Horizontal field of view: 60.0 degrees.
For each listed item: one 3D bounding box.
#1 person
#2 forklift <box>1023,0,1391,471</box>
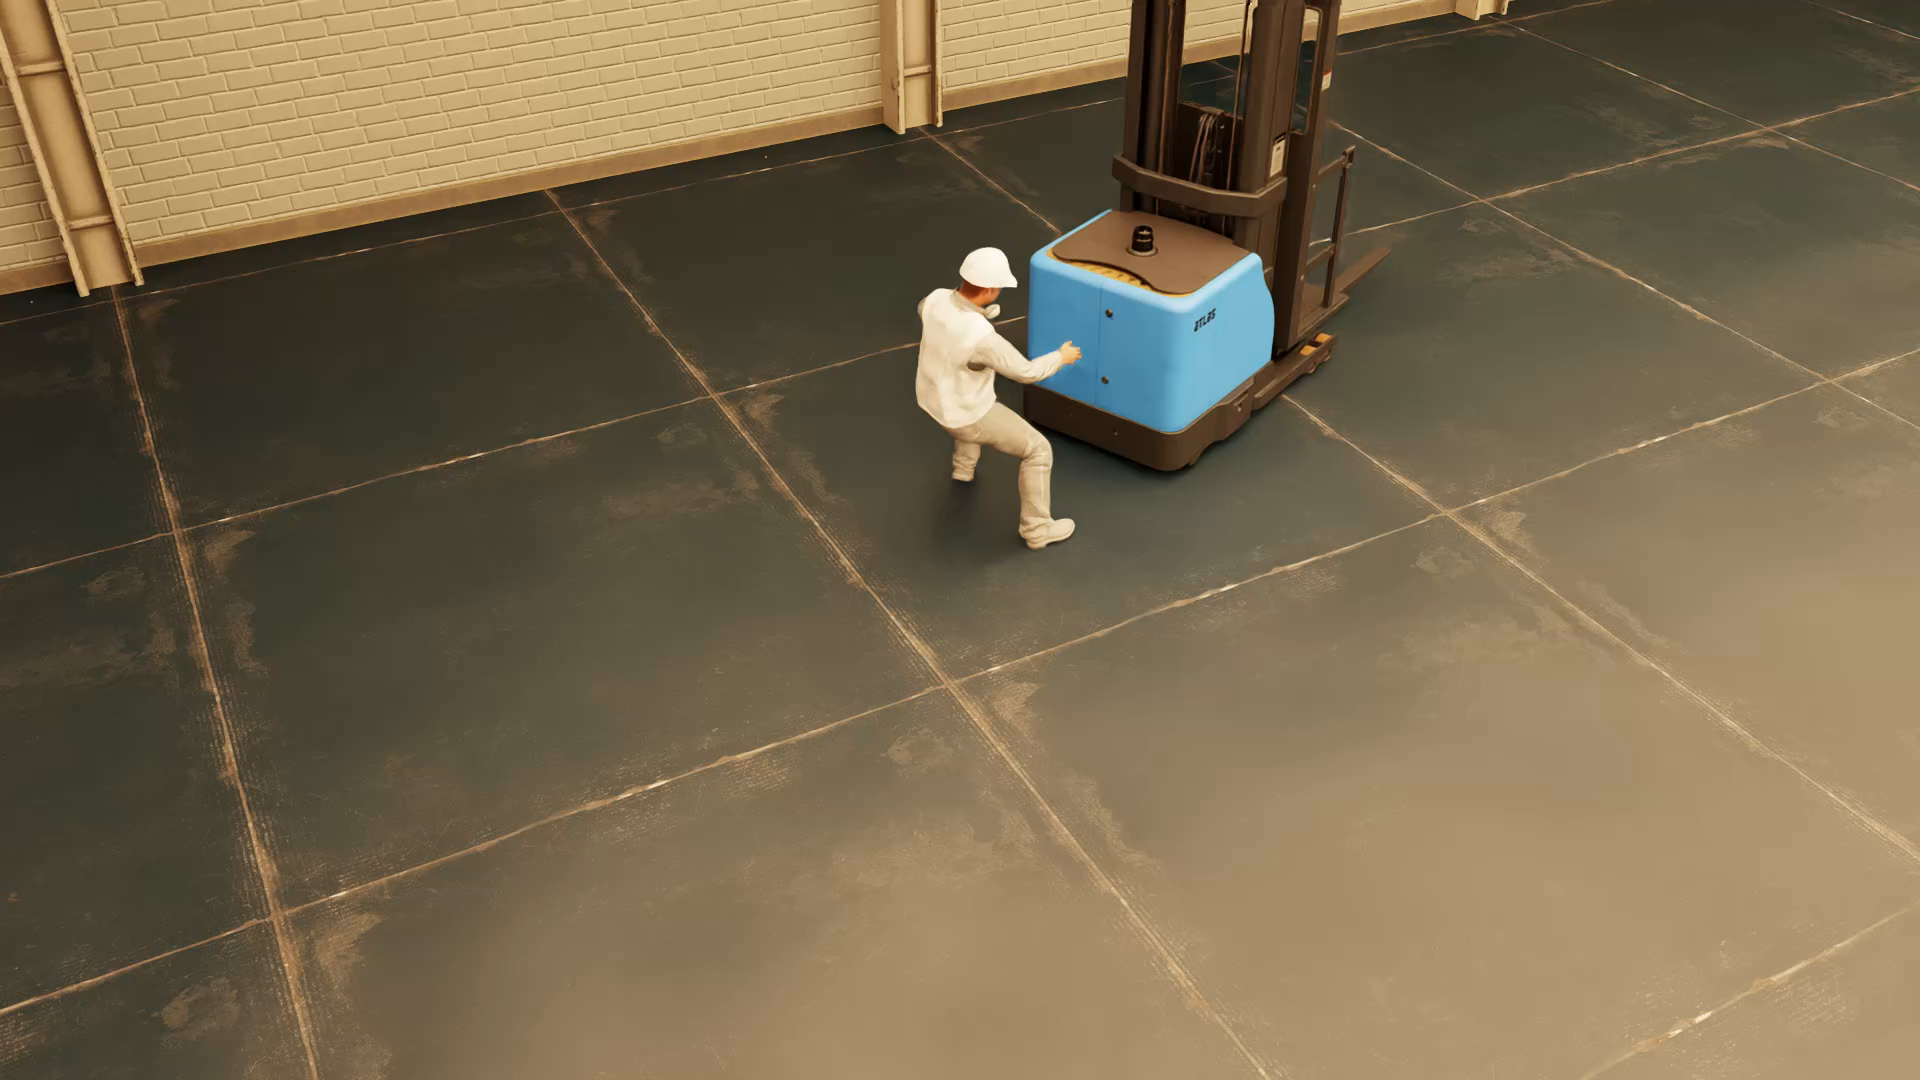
[{"bbox_3d":[0.165,-0.812,8.450,0.770,1.574,0.942,-22,41,-28],"label":"person"},{"bbox_3d":[1.662,-2.366,9.470,1.130,2.935,3.031,24,42,30],"label":"forklift"}]
